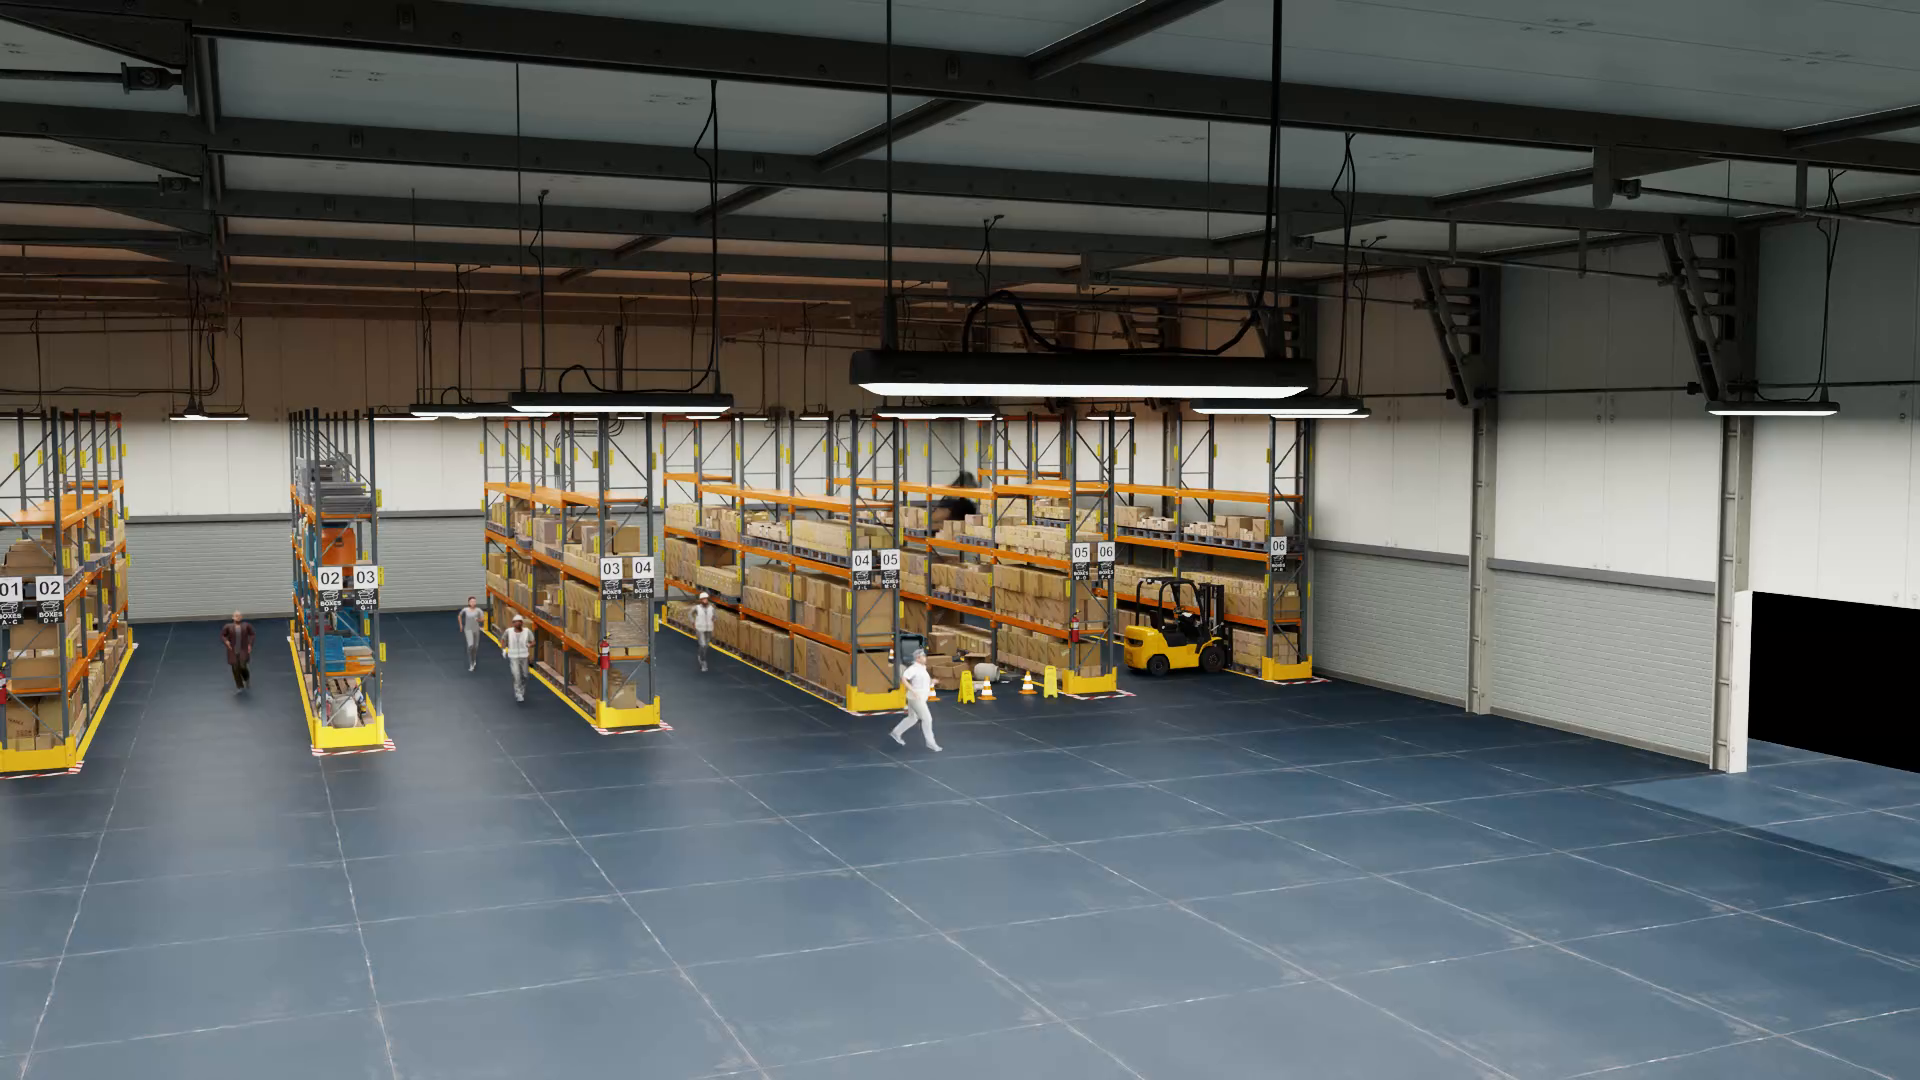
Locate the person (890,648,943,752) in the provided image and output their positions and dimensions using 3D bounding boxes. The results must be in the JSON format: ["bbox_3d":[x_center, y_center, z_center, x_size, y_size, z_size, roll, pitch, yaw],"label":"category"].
[{"bbox_3d":[-0.759,2.784,29.111,0.967,1.804,0.650,1,4,8],"label":"person"}]

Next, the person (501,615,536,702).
[{"bbox_3d":[-9.107,2.420,34.329,0.691,1.765,0.918,-1,4,-20],"label":"person"}]

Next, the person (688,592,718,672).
[{"bbox_3d":[-5.952,2.130,38.683,0.644,1.832,0.806,-2,5,-30],"label":"person"}]

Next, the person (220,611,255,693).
[{"bbox_3d":[-15.342,2.385,35.319,0.691,1.734,0.663,-2,4,-23],"label":"person"}]

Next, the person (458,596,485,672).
[{"bbox_3d":[-11.349,2.165,38.715,0.546,1.713,0.821,-2,5,-29],"label":"person"}]
